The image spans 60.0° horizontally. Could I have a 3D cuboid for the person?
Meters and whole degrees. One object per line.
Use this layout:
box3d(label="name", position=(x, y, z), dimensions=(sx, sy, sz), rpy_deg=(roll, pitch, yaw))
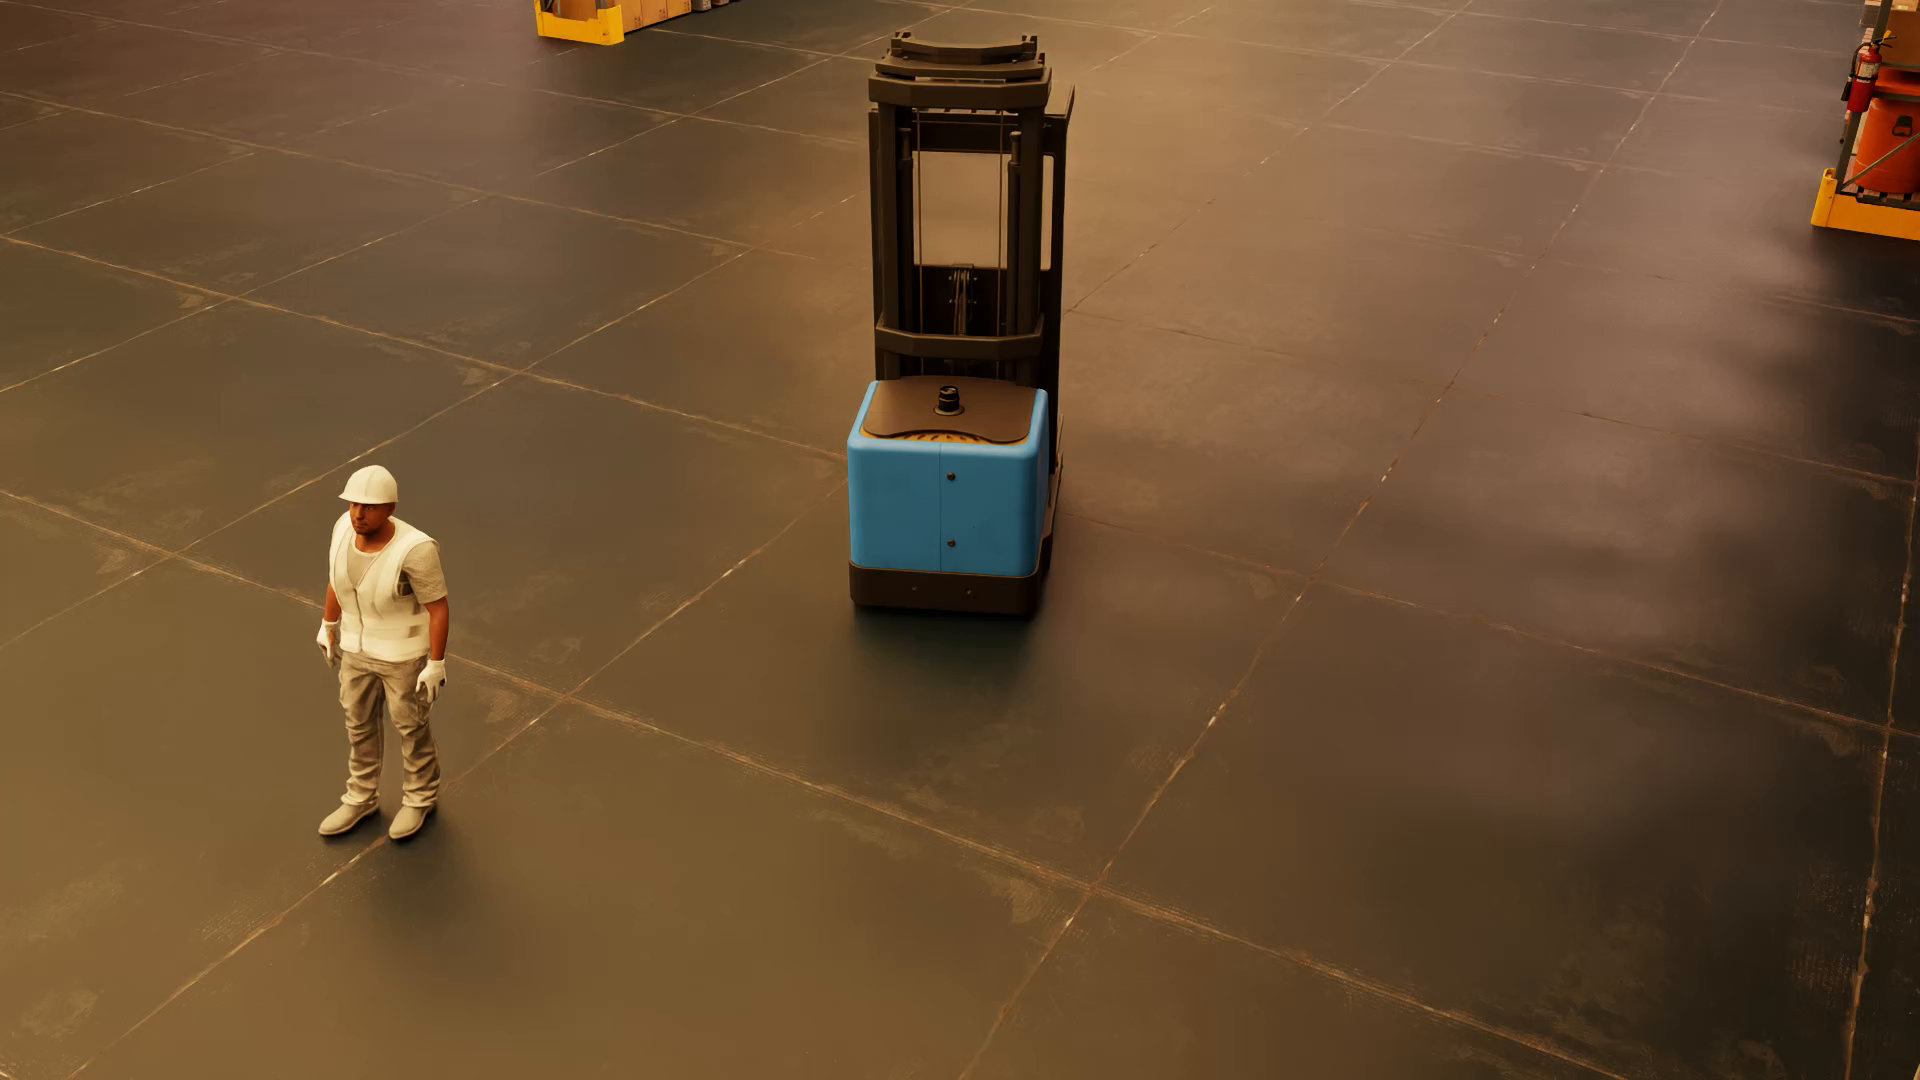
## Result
box3d(label="person", position=(-2.567, 0.520, 7.305), dimensions=(0.655, 1.783, 0.574), rpy_deg=(12, 32, 20))

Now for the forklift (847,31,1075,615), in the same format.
box3d(label="forklift", position=(0.072, -1.572, 9.794), dimensions=(1.130, 2.935, 3.031), rpy_deg=(3, 30, 6))
